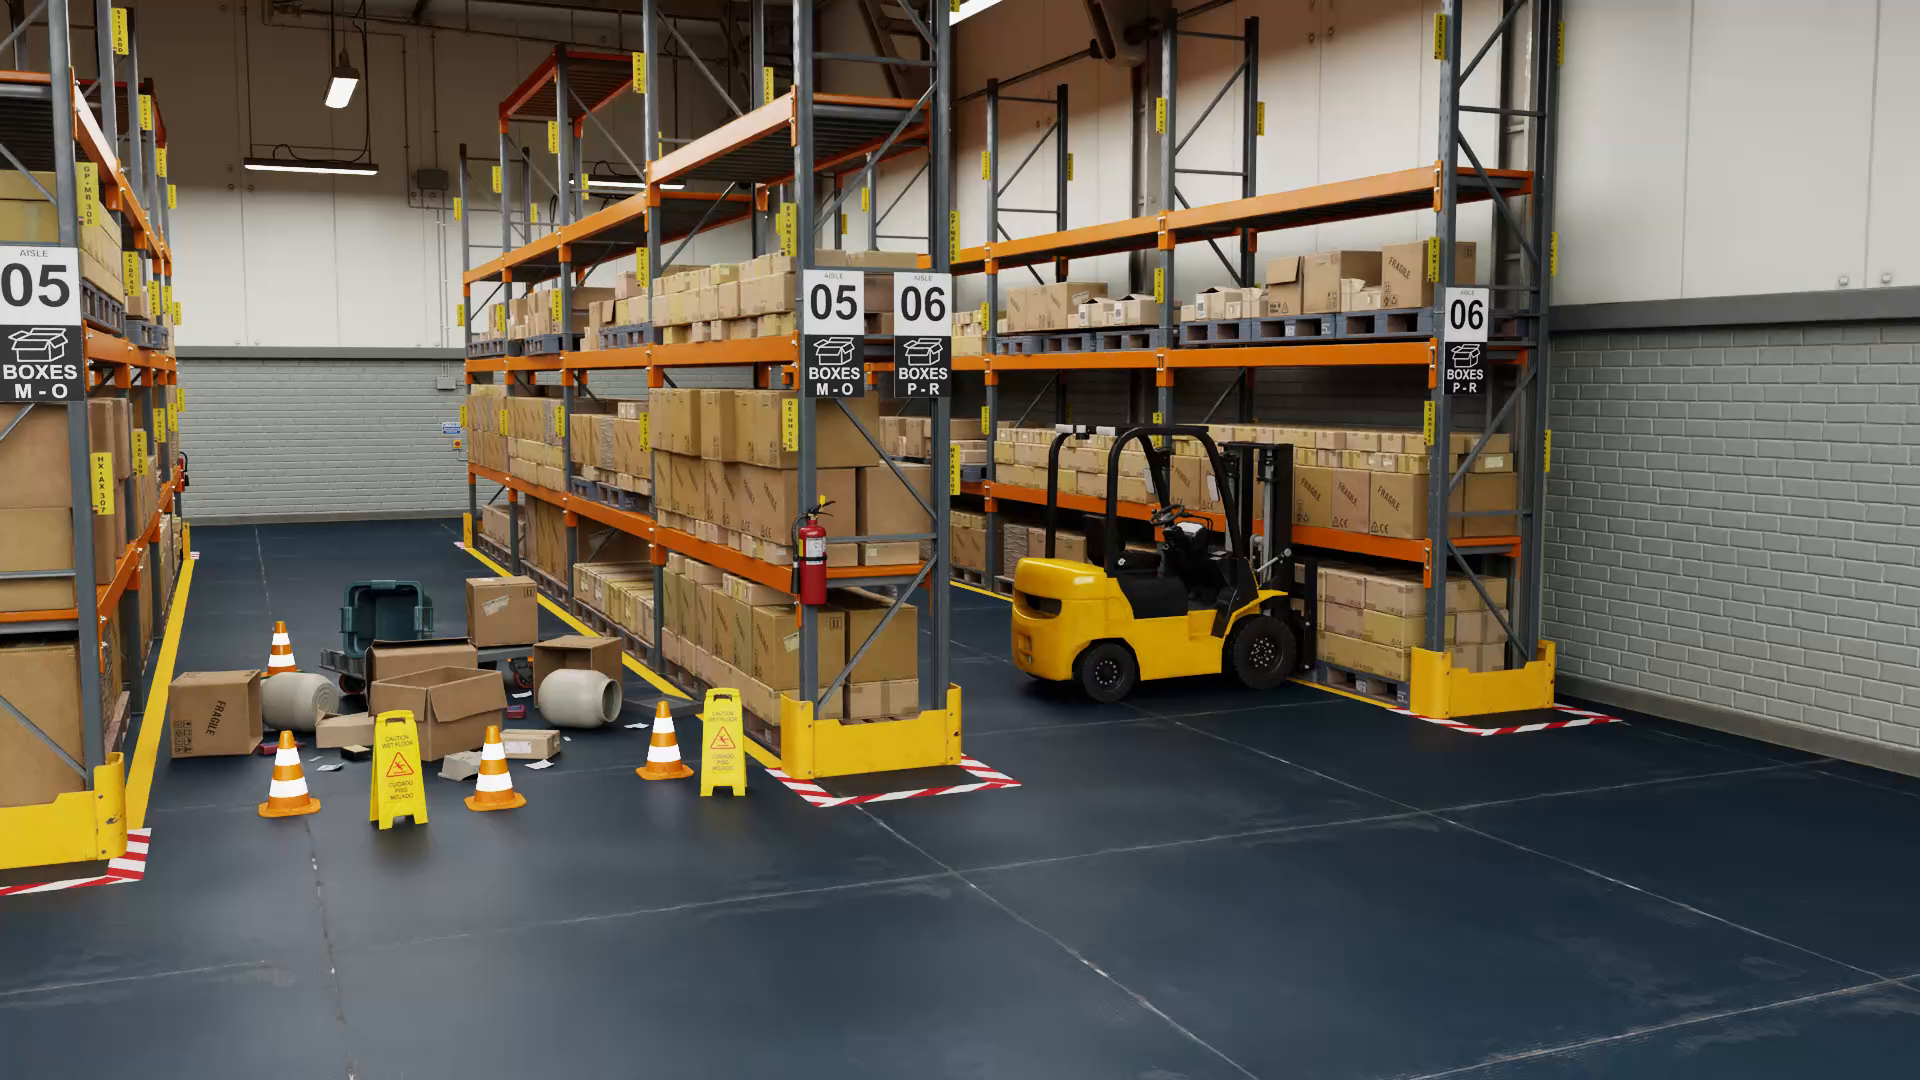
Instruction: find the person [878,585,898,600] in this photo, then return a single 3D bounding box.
[{"bbox_3d":[-0.988,-0.027,18.645,0.695,1.530,0.406,-3,6,-25],"label":"person"}]
